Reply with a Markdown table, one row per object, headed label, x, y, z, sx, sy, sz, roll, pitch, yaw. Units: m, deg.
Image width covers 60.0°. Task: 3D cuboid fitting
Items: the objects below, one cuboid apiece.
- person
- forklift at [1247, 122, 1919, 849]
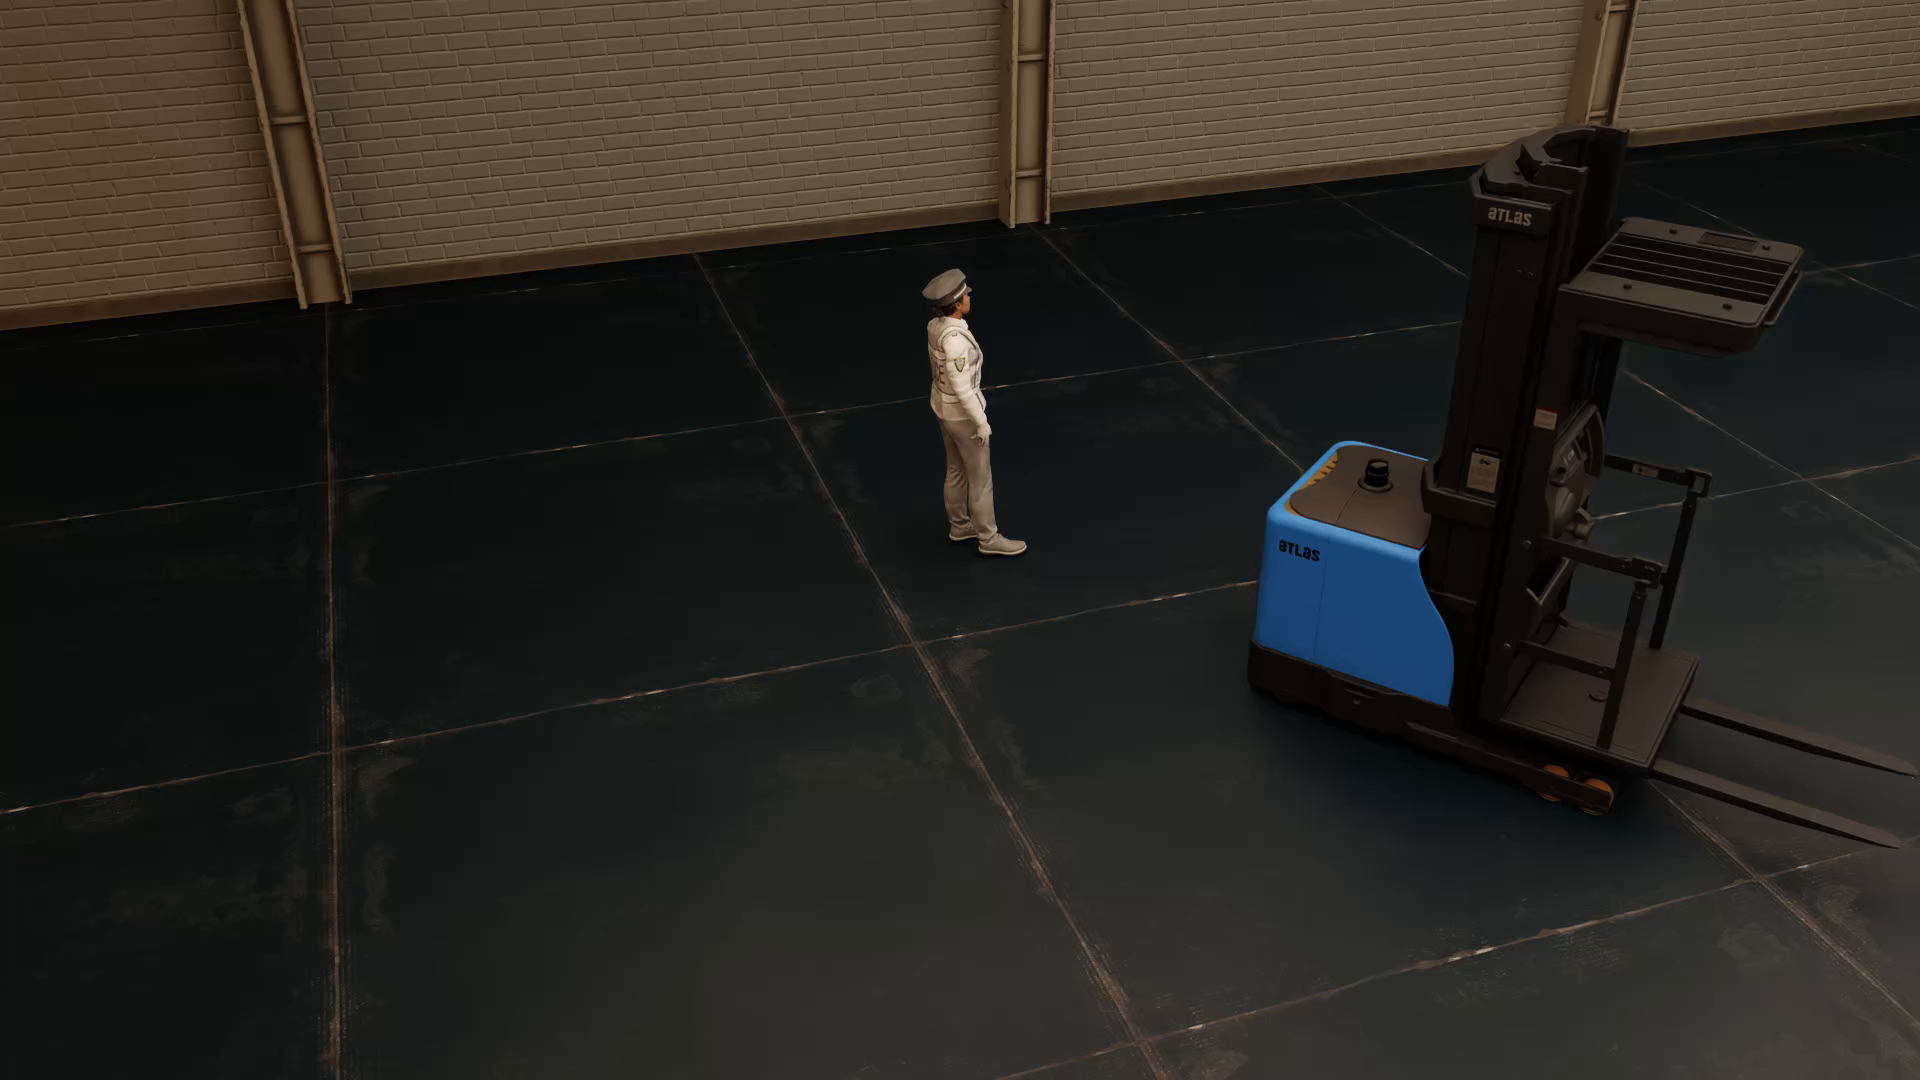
| label | x | y | z | sx | sy | sz | roll | pitch | yaw |
| --- | --- | --- | --- | --- | --- | --- | --- | --- | --- |
| person | 0.067 | -0.749 | 9.613 | 0.531 | 1.695 | 0.588 | -10 | 31 | -16 |
| forklift | 3.006 | -0.286 | 7.583 | 3.031 | 2.935 | 1.130 | 18 | 34 | 28 |
